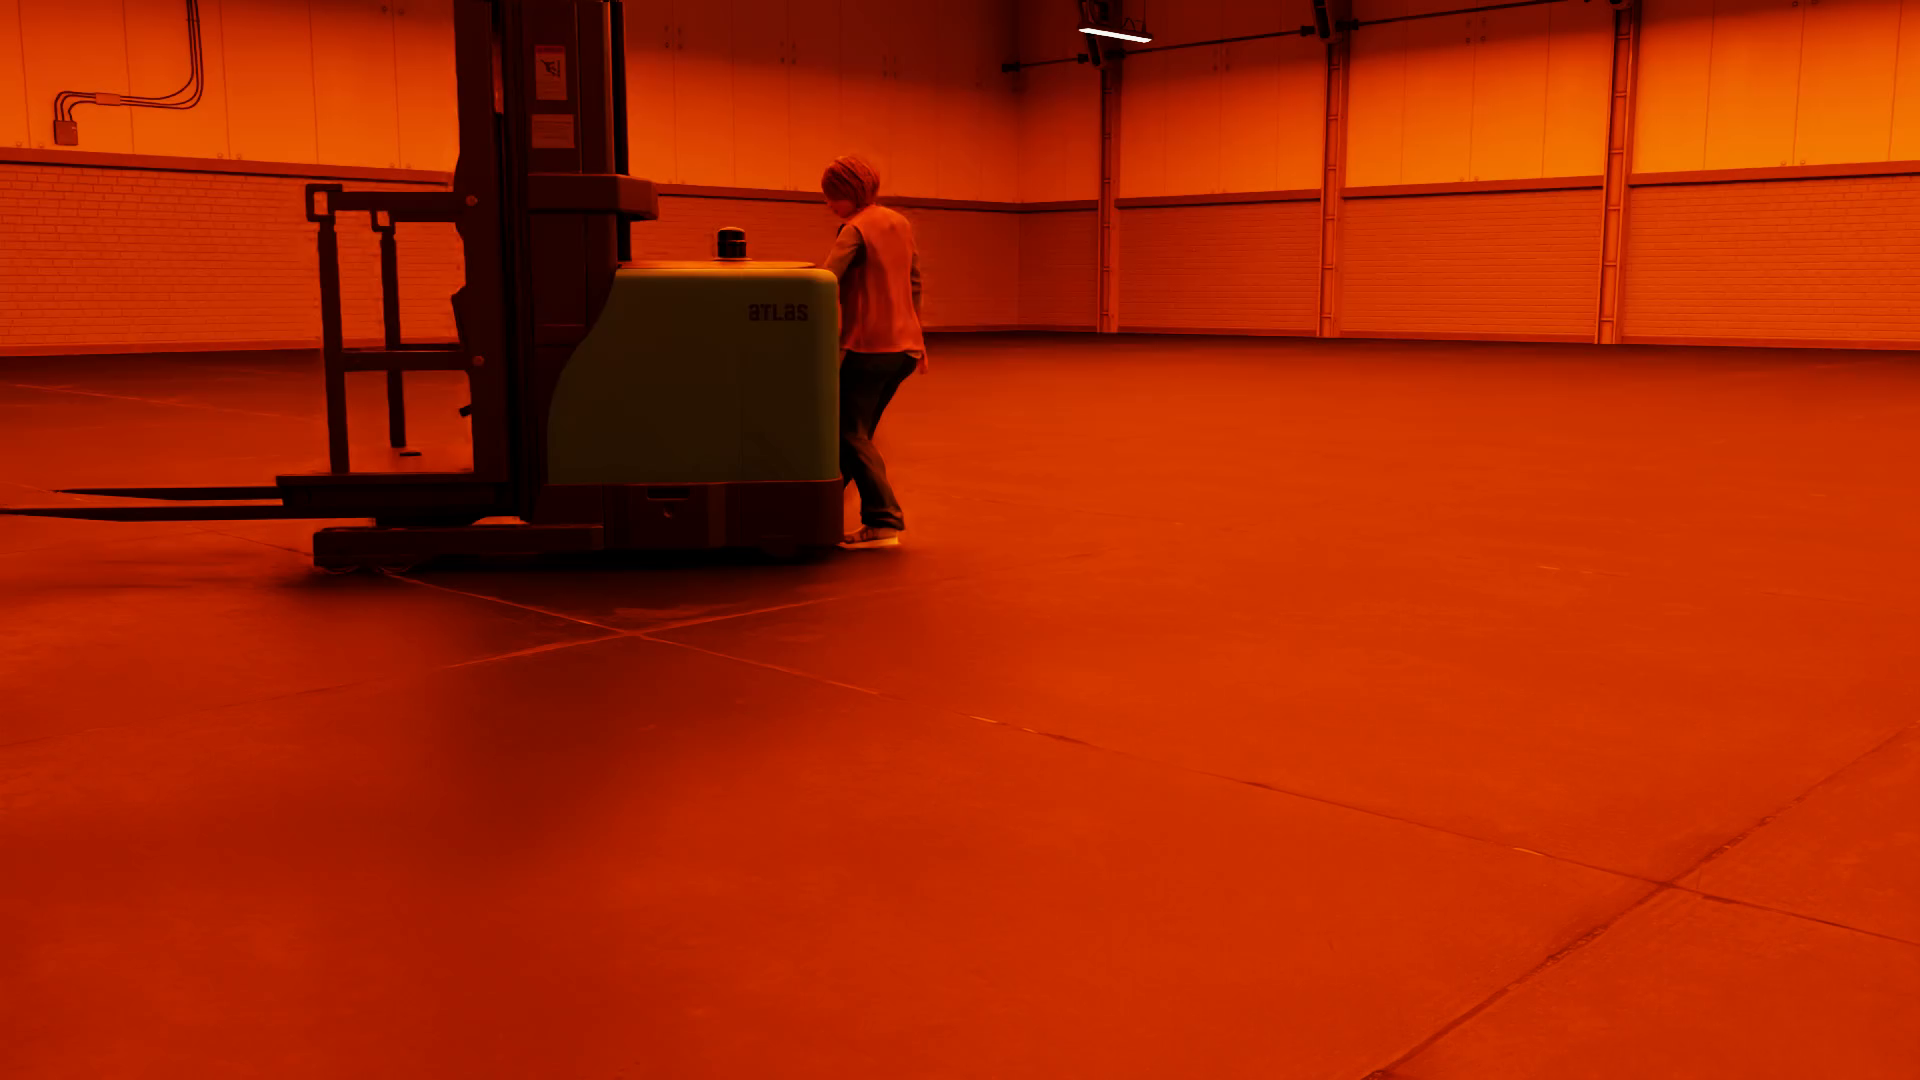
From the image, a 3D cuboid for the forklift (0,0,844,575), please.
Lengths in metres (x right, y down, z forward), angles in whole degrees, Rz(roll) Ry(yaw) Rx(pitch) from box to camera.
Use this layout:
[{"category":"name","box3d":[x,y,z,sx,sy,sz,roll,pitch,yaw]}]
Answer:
[{"category":"forklift","box3d":[-1.988,-1.409,6.230,3.031,2.935,1.130,-1,9,-7]}]

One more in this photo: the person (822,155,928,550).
[{"category":"person","box3d":[-0.457,-0.755,6.705,0.828,1.510,0.642,5,10,32]}]
